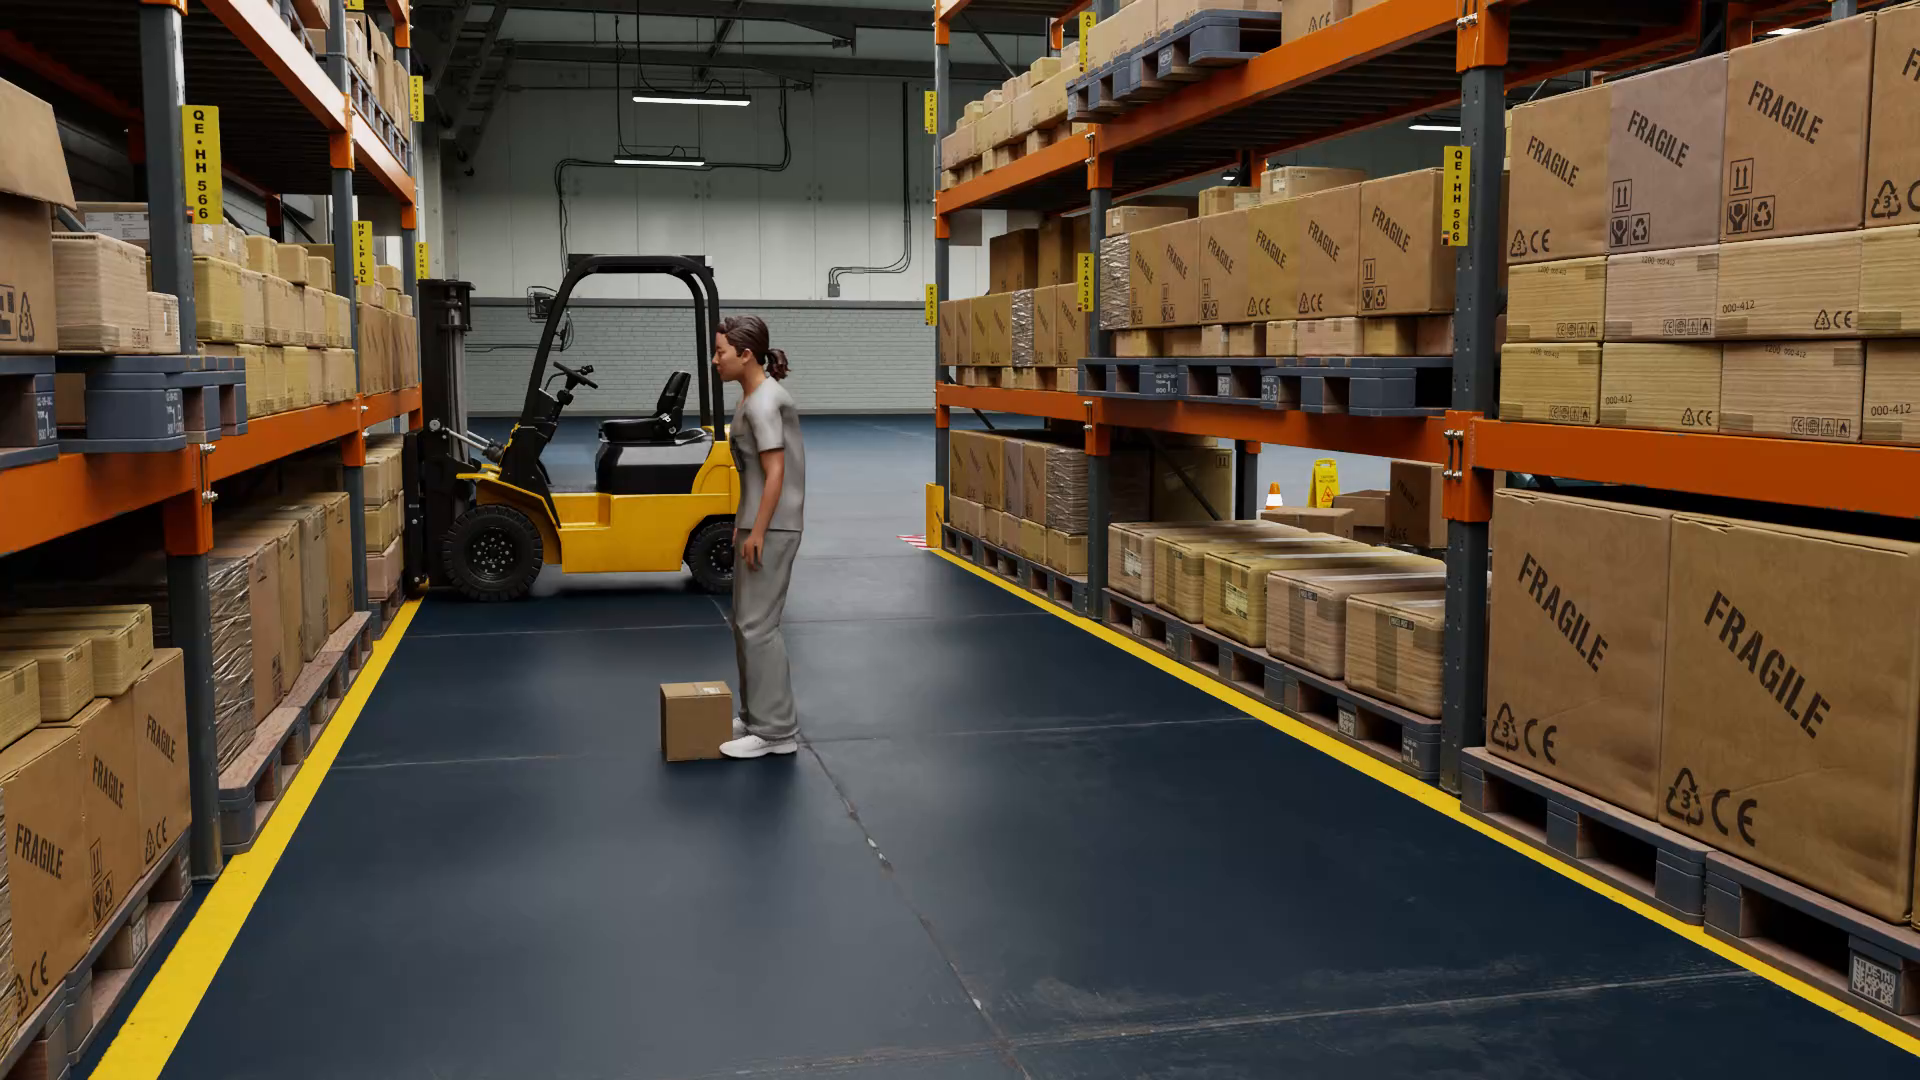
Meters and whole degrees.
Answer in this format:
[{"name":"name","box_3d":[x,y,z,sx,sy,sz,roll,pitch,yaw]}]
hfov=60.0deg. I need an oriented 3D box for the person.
[{"name":"person","box_3d":[-0.773,-0.023,6.359,0.358,1.673,0.486,-1,6,-13]}]
